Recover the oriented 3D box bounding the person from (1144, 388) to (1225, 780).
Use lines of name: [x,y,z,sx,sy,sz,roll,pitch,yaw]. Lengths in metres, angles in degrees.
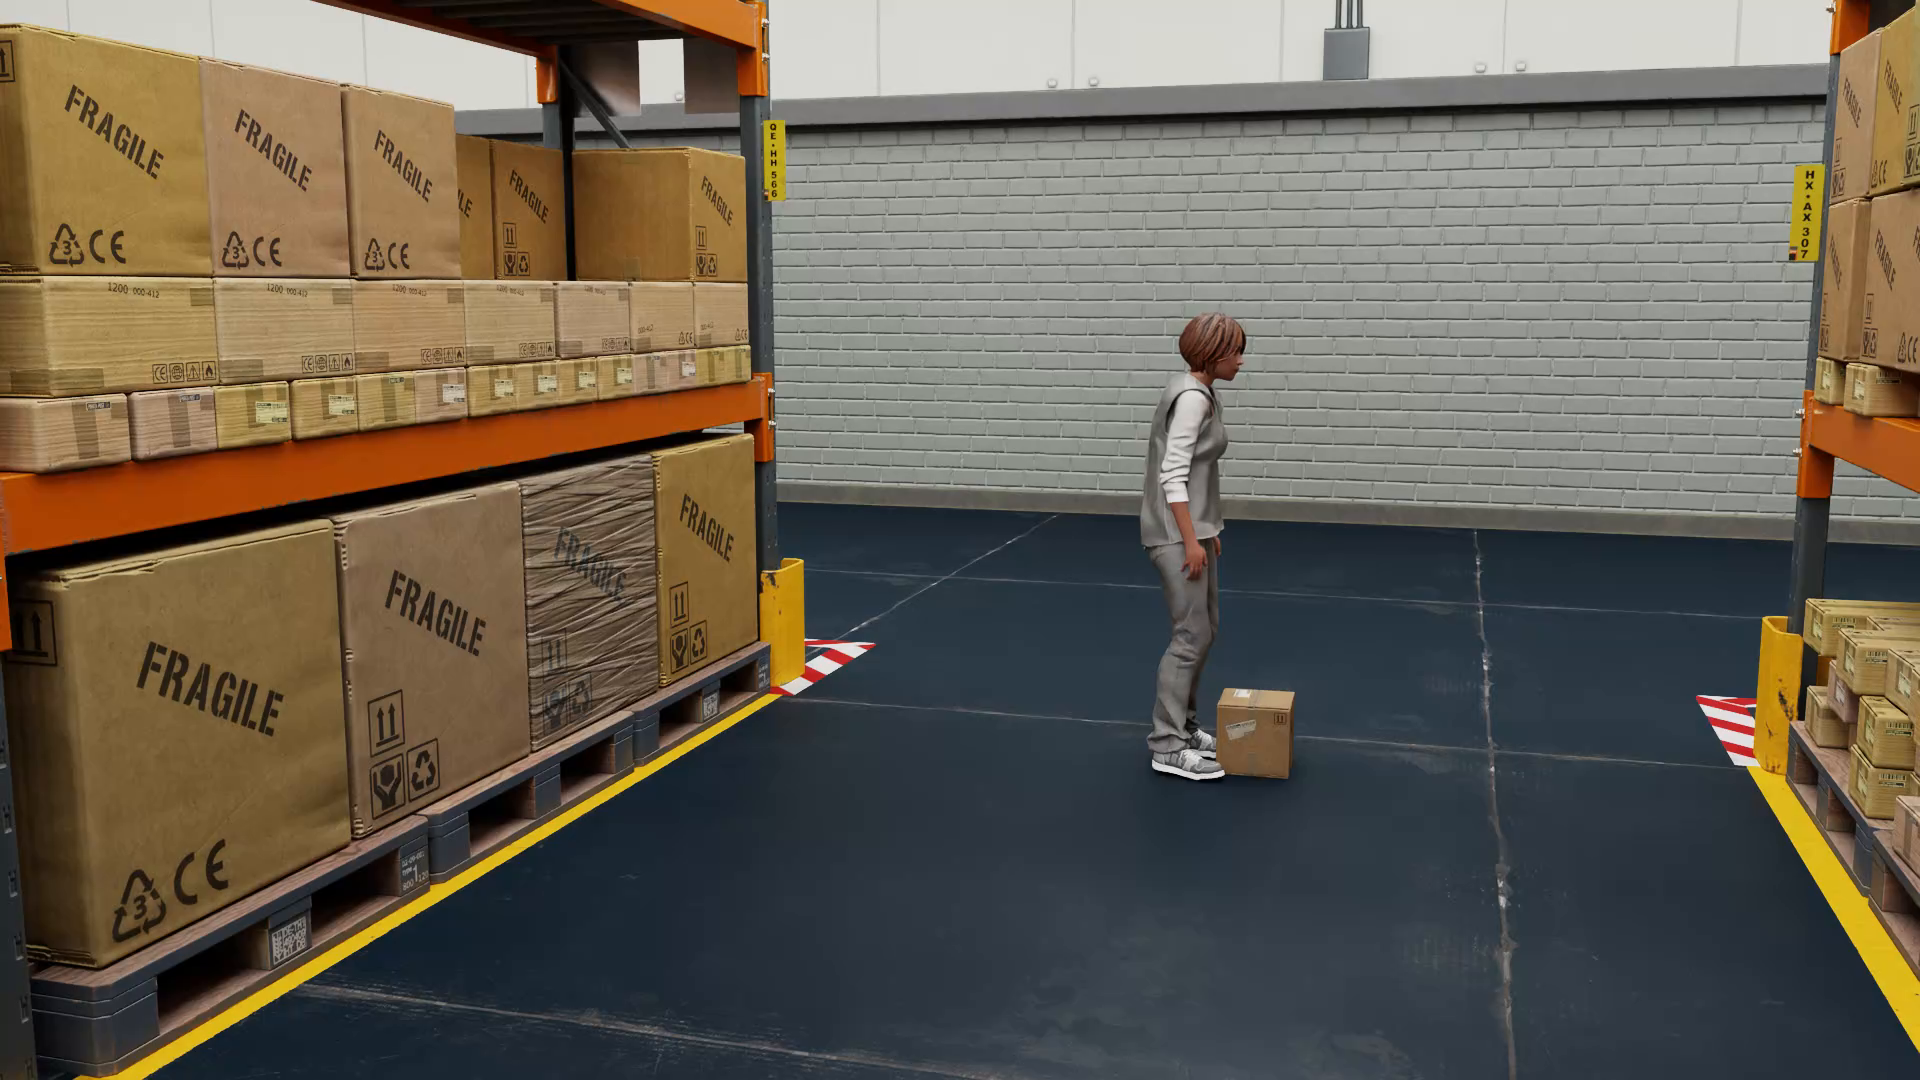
person: [0.813,0.127,5.844,0.320,1.352,0.462,3,9,16]
